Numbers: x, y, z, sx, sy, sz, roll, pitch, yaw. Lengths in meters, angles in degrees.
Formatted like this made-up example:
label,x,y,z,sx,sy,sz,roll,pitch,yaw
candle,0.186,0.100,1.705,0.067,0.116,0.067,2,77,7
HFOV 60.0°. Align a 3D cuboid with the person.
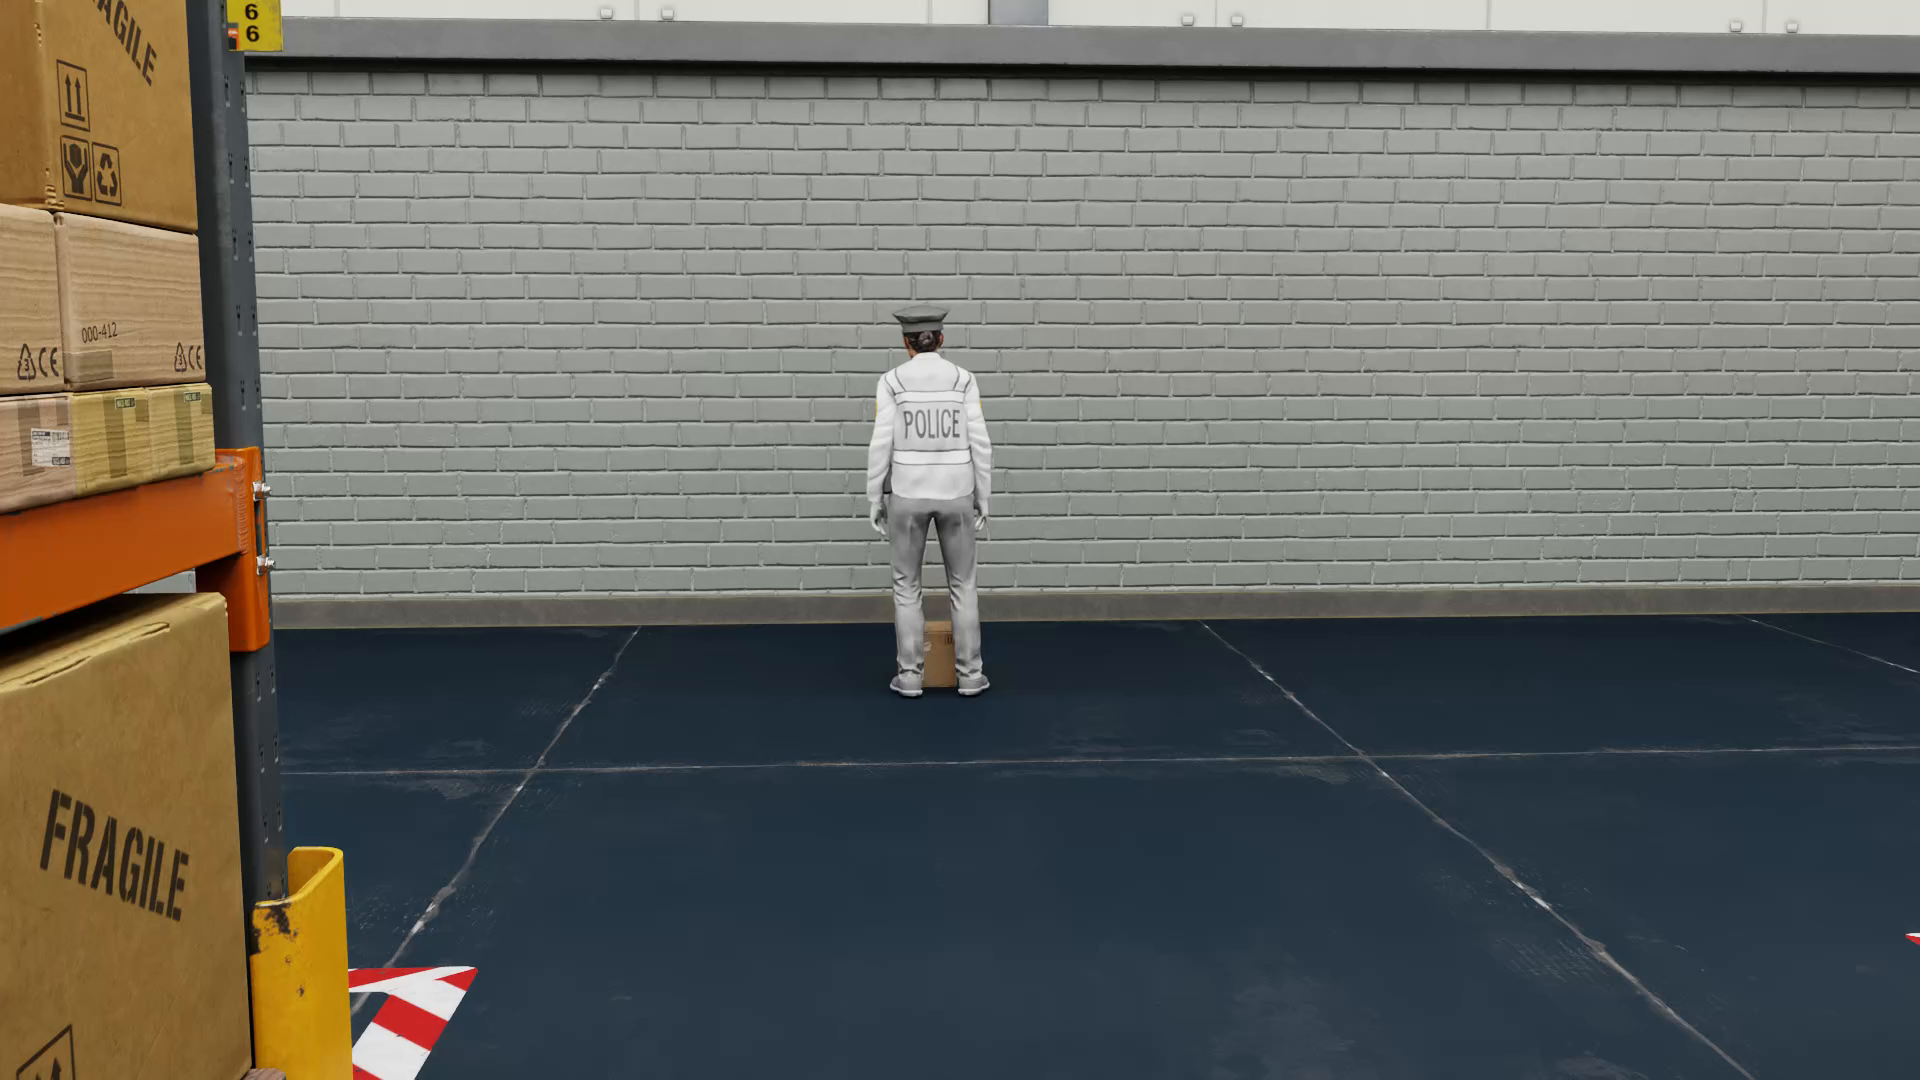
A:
label,x,y,z,sx,sy,sz,roll,pitch,yaw
person,-0.129,-0.163,7.074,0.540,1.661,0.374,-1,7,-7
